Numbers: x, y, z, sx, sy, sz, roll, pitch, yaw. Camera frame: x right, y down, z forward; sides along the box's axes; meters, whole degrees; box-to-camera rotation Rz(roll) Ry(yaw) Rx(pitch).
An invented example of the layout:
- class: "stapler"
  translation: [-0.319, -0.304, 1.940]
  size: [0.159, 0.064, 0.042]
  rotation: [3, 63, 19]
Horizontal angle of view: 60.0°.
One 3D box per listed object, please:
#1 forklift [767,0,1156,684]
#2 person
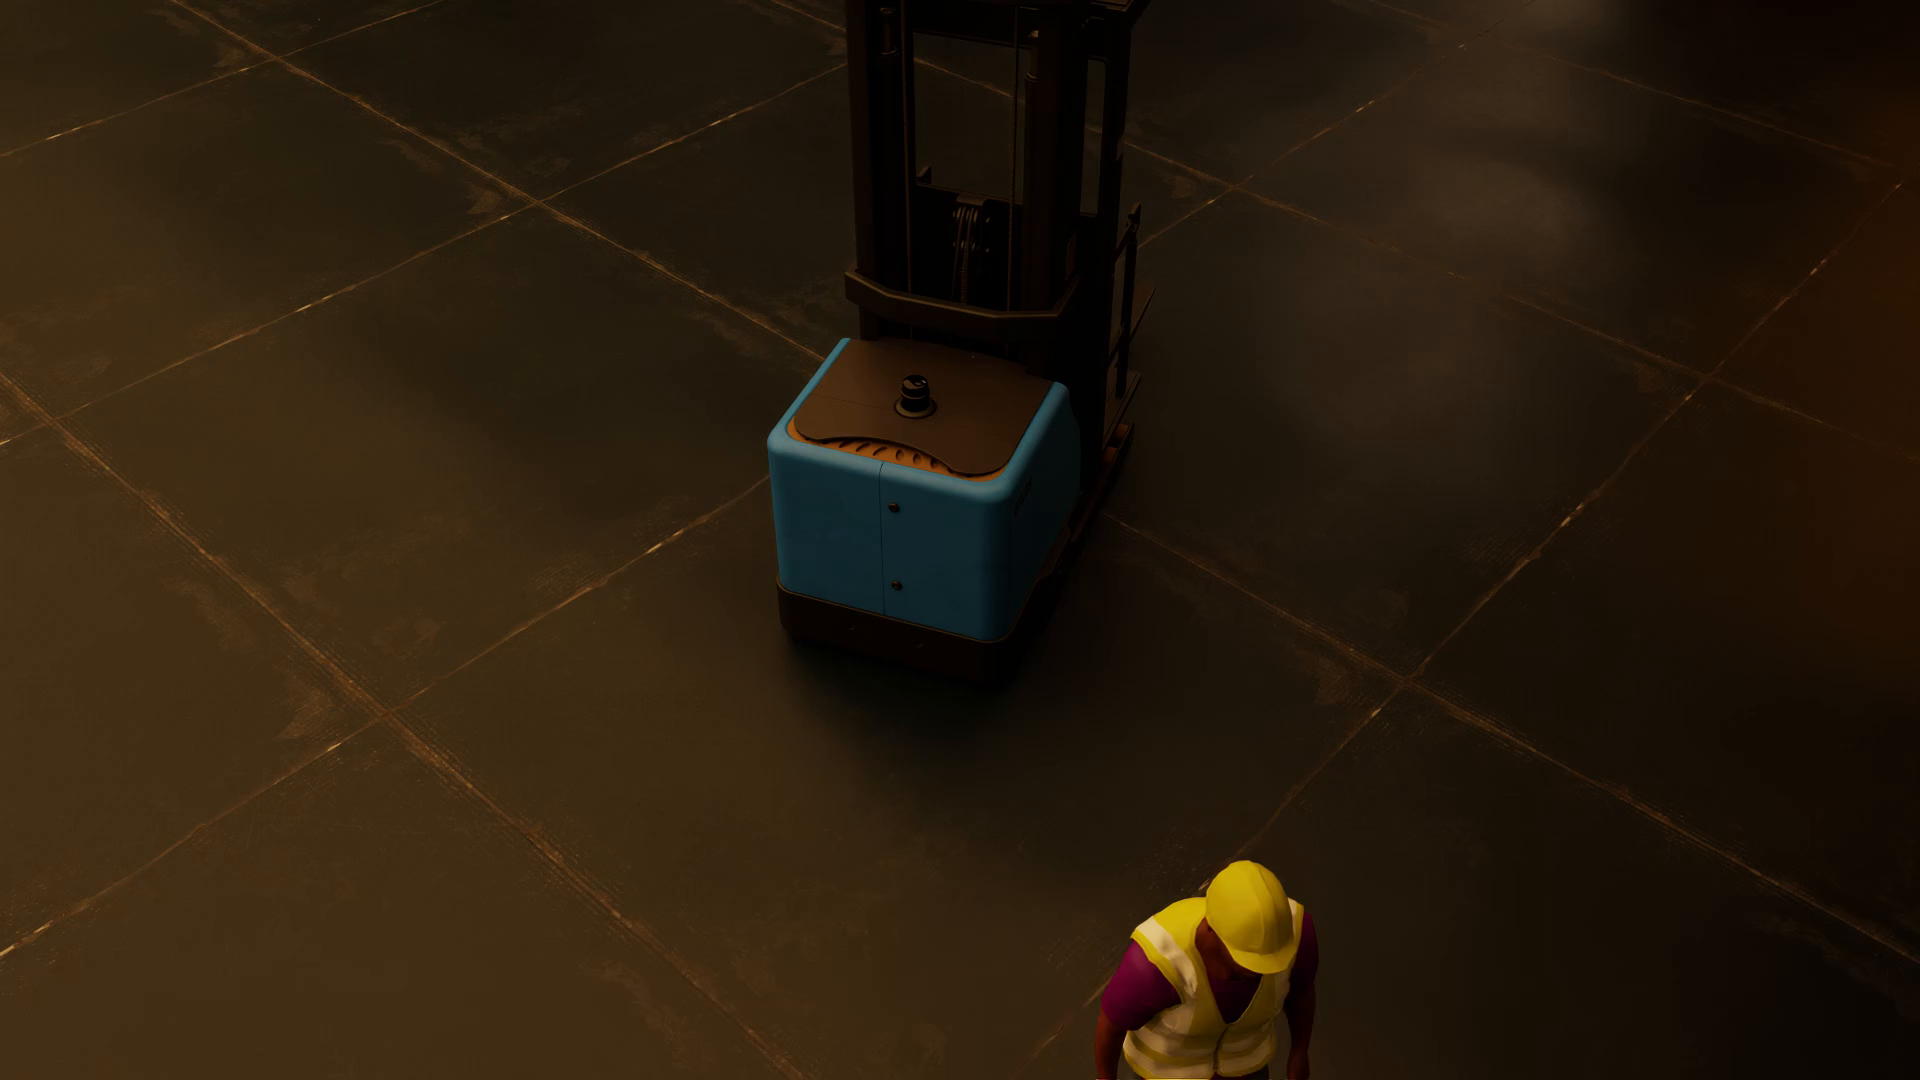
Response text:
- class: "forklift"
  translation: [0.211, -1.484, 7.158]
  size: [1.130, 2.935, 3.031]
  rotation: [14, 42, 15]
- class: "person"
  translation: [0.677, 1.459, 4.629]
  size: [0.636, 1.761, 0.454]
  rotation: [-8, 41, -10]
